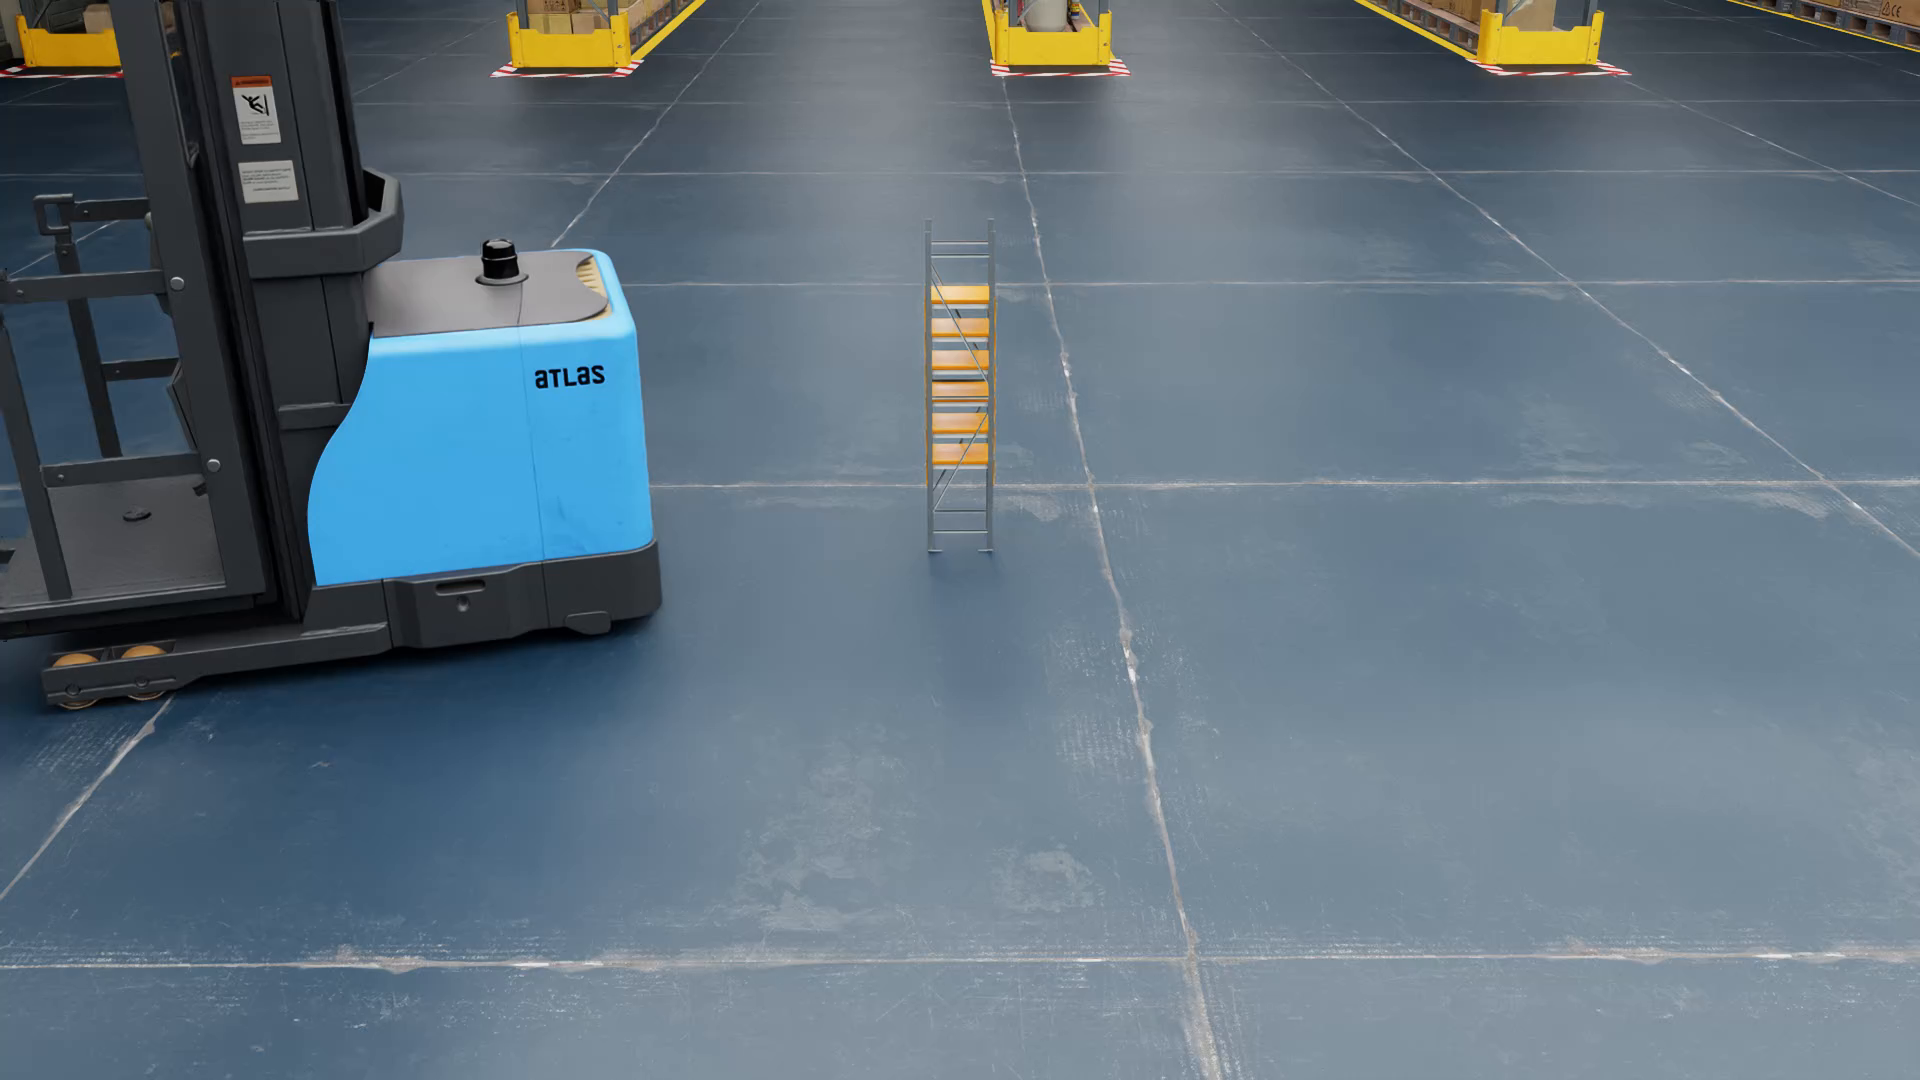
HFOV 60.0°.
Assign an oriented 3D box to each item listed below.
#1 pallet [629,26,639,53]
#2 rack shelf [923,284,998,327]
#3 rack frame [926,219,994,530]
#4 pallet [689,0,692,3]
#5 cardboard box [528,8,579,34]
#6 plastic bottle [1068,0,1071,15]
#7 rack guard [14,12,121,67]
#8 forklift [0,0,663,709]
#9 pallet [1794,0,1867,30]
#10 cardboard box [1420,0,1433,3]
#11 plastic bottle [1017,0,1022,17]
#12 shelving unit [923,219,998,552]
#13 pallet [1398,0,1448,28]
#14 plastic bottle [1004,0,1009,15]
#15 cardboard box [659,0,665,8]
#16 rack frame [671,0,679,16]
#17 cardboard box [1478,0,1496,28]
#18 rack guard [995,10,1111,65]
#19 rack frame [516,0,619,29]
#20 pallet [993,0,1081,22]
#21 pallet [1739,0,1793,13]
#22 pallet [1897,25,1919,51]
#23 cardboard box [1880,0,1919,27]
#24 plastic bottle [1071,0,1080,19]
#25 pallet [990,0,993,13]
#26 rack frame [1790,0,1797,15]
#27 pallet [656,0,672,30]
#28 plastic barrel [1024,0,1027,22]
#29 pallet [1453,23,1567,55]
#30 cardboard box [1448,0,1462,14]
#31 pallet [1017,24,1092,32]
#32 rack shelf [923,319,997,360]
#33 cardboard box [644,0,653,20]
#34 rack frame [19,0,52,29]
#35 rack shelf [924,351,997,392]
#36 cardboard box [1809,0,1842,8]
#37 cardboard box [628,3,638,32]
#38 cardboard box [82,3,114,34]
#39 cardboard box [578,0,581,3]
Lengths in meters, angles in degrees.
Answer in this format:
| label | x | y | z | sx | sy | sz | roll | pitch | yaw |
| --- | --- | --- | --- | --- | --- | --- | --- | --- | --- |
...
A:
| label | x | y | z | sx | sy | sz | roll | pitch | yaw |
| --- | --- | --- | --- | --- | --- | --- | --- | --- | --- |
| pallet | -4.010 | -5.274 | 17.656 | 1.003 | 0.211 | 1.213 | 0 | 24 | -1 |
| rack shelf | 0.000 | -0.828 | 5.860 | 0.258 | 0.103 | 0.180 | 0 | 24 | -1 |
| rack frame | -0.001 | -0.578 | 6.073 | 0.240 | 1.200 | 0.006 | 0 | 24 | -1 |
| pallet | -4.067 | -7.415 | 22.389 | 1.003 | 0.211 | 1.213 | 0 | 24 | -1 |
| cardboard box | -4.261 | -5.388 | 17.350 | 0.500 | 0.250 | 0.500 | 0 | 24 | -1 |
| plastic bottle | 1.281 | -6.098 | 18.869 | 0.097 | 0.271 | 0.097 | 0 | 24 | 0 |
| rack guard | -8.914 | -5.098 | 16.916 | 1.175 | 0.500 | 0.348 | 0 | 24 | -1 |
| forklift | -2.578 | -1.059 | 5.035 | 3.031 | 2.935 | 1.130 | -7 | 25 | -15 |
| pallet | 10.793 | -6.318 | 19.962 | 1.003 | 0.211 | 1.213 | 0 | 24 | -1 |
| cardboard box | 5.867 | -6.809 | 20.188 | 0.500 | 0.500 | 0.500 | -1 | 24 | -2 |
| plastic bottle | 0.666 | -6.073 | 18.800 | 0.061 | 0.283 | 0.133 | 0 | 24 | -1 |
| shelving unit | 0.000 | -0.541 | 5.990 | 0.258 | 1.200 | 0.189 | 0 | 24 | -1 |
| pallet | 5.945 | -6.374 | 20.087 | 1.003 | 0.211 | 1.213 | 0 | 24 | -1 |
| plastic bottle | 0.535 | -5.931 | 18.585 | 0.097 | 0.201 | 0.097 | 0 | 24 | 0 |
| cardboard box | -3.784 | -6.421 | 19.633 | 0.500 | 0.250 | 0.500 | 0 | 24 | -1 |
| rack frame | -4.003 | -7.878 | 20.029 | 1.000 | 3.000 | 0.127 | 0 | 24 | -1 |
| cardboard box | 5.915 | -5.829 | 18.022 | 0.500 | 0.500 | 0.500 | 6 | 25 | 13 |
| rack guard | 0.945 | -5.143 | 17.014 | 1.175 | 0.500 | 0.348 | 0 | 24 | -1 |
| rack frame | -3.960 | -6.230 | 16.385 | 1.000 | 3.000 | 0.127 | 0 | 24 | -1 |
| pallet | 0.915 | -6.351 | 20.037 | 1.003 | 0.211 | 1.213 | 0 | 24 | -1 |
| pallet | 10.779 | -6.949 | 21.358 | 1.003 | 0.211 | 1.213 | 0 | 24 | -1 |
| pallet | 10.820 | -5.312 | 17.739 | 1.003 | 0.211 | 1.213 | 0 | 24 | -1 |
| cardboard box | 10.822 | -6.119 | 18.207 | 0.875 | 0.875 | 0.875 | -1 | 24 | -1 |
| plastic bottle | 1.285 | -5.956 | 18.557 | 0.097 | 0.271 | 0.097 | 0 | 24 | 0 |
| pallet | 0.902 | -6.952 | 21.365 | 1.003 | 0.211 | 1.213 | 0 | 24 | -1 |
| rack frame | 10.863 | -7.902 | 20.081 | 1.000 | 3.000 | 0.127 | 0 | 24 | -1 |
| pallet | -4.037 | -6.280 | 19.879 | 1.003 | 0.211 | 1.213 | 0 | 24 | -1 |
| plastic barrel | 0.904 | -5.786 | 17.912 | 0.421 | 0.512 | 0.421 | 0 | 24 | 0 |
| pallet | 5.972 | -5.369 | 17.864 | 1.003 | 0.211 | 1.213 | 0 | 24 | -1 |
| cardboard box | 5.966 | -6.317 | 19.101 | 0.500 | 0.500 | 0.500 | -2 | 24 | -5 |
| pallet | 0.942 | -5.346 | 17.814 | 1.003 | 0.211 | 1.213 | 0 | 24 | -1 |
| rack shelf | 0.000 | -0.719 | 5.909 | 0.258 | 0.103 | 0.180 | 0 | 24 | -1 |
| cardboard box | -3.758 | -6.009 | 18.722 | 0.500 | 0.250 | 0.500 | 0 | 24 | -1 |
| rack frame | -8.913 | -6.206 | 16.332 | 1.000 | 3.000 | 0.127 | 0 | 24 | -1 |
| rack shelf | 0.000 | -0.610 | 5.958 | 0.258 | 0.103 | 0.180 | 0 | 24 | -1 |
| cardboard box | 10.800 | -6.866 | 19.859 | 0.875 | 0.875 | 0.875 | 0 | 24 | 0 |
| cardboard box | -3.752 | -5.596 | 17.811 | 0.500 | 0.250 | 0.500 | 0 | 24 | -1 |
| cardboard box | -8.831 | -5.467 | 17.427 | 0.500 | 0.311 | 0.500 | -3 | 25 | -7 |
| cardboard box | -4.289 | -6.142 | 18.107 | 0.500 | 0.500 | 0.500 | 0 | 24 | -1 |
